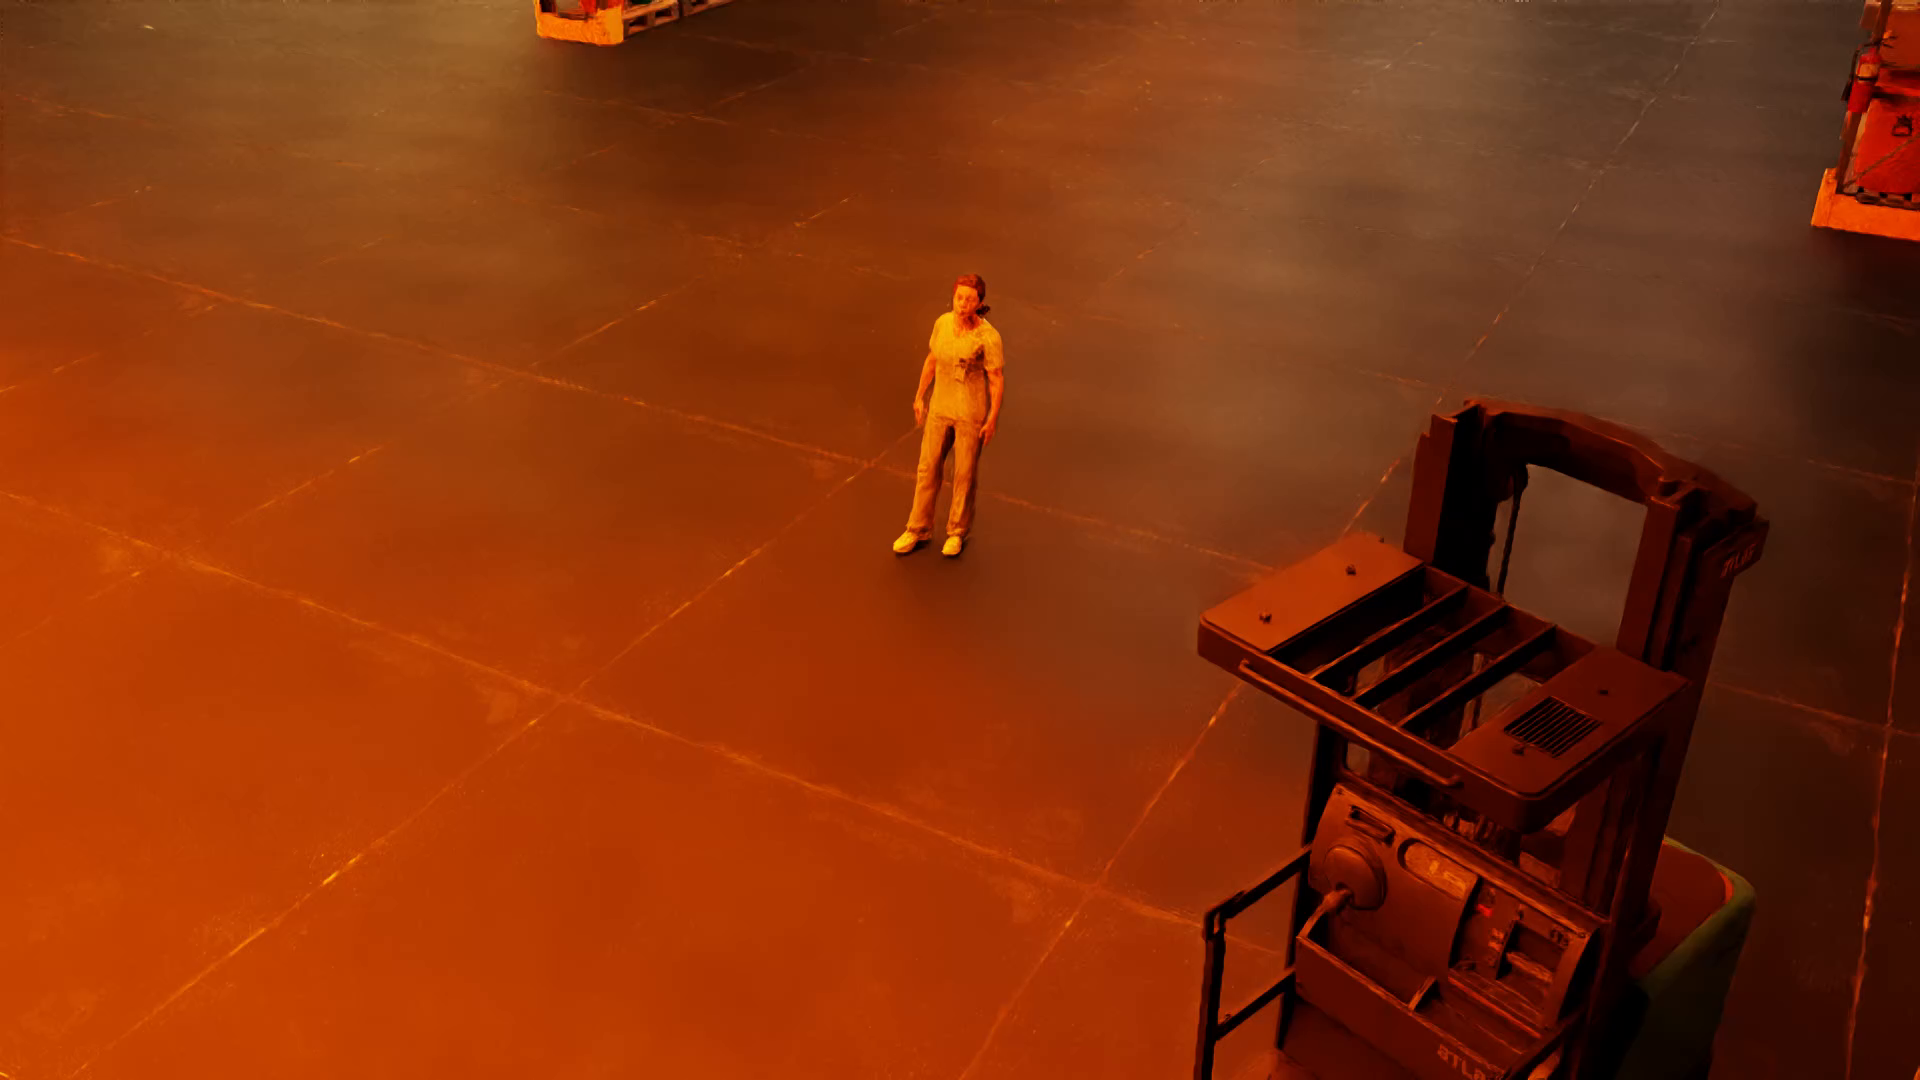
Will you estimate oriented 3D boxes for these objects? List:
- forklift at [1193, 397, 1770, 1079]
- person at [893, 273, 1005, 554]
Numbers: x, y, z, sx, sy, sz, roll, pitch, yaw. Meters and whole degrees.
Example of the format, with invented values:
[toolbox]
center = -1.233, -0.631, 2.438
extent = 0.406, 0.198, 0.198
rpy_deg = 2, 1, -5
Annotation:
[forklift]
center = 1.351, 1.159, 5.062
extent = 3.031, 2.935, 1.130
rpy_deg = -24, 37, -35
[person]
center = -0.051, -0.695, 9.527
extent = 0.550, 1.663, 0.532
rpy_deg = 15, 33, 25
